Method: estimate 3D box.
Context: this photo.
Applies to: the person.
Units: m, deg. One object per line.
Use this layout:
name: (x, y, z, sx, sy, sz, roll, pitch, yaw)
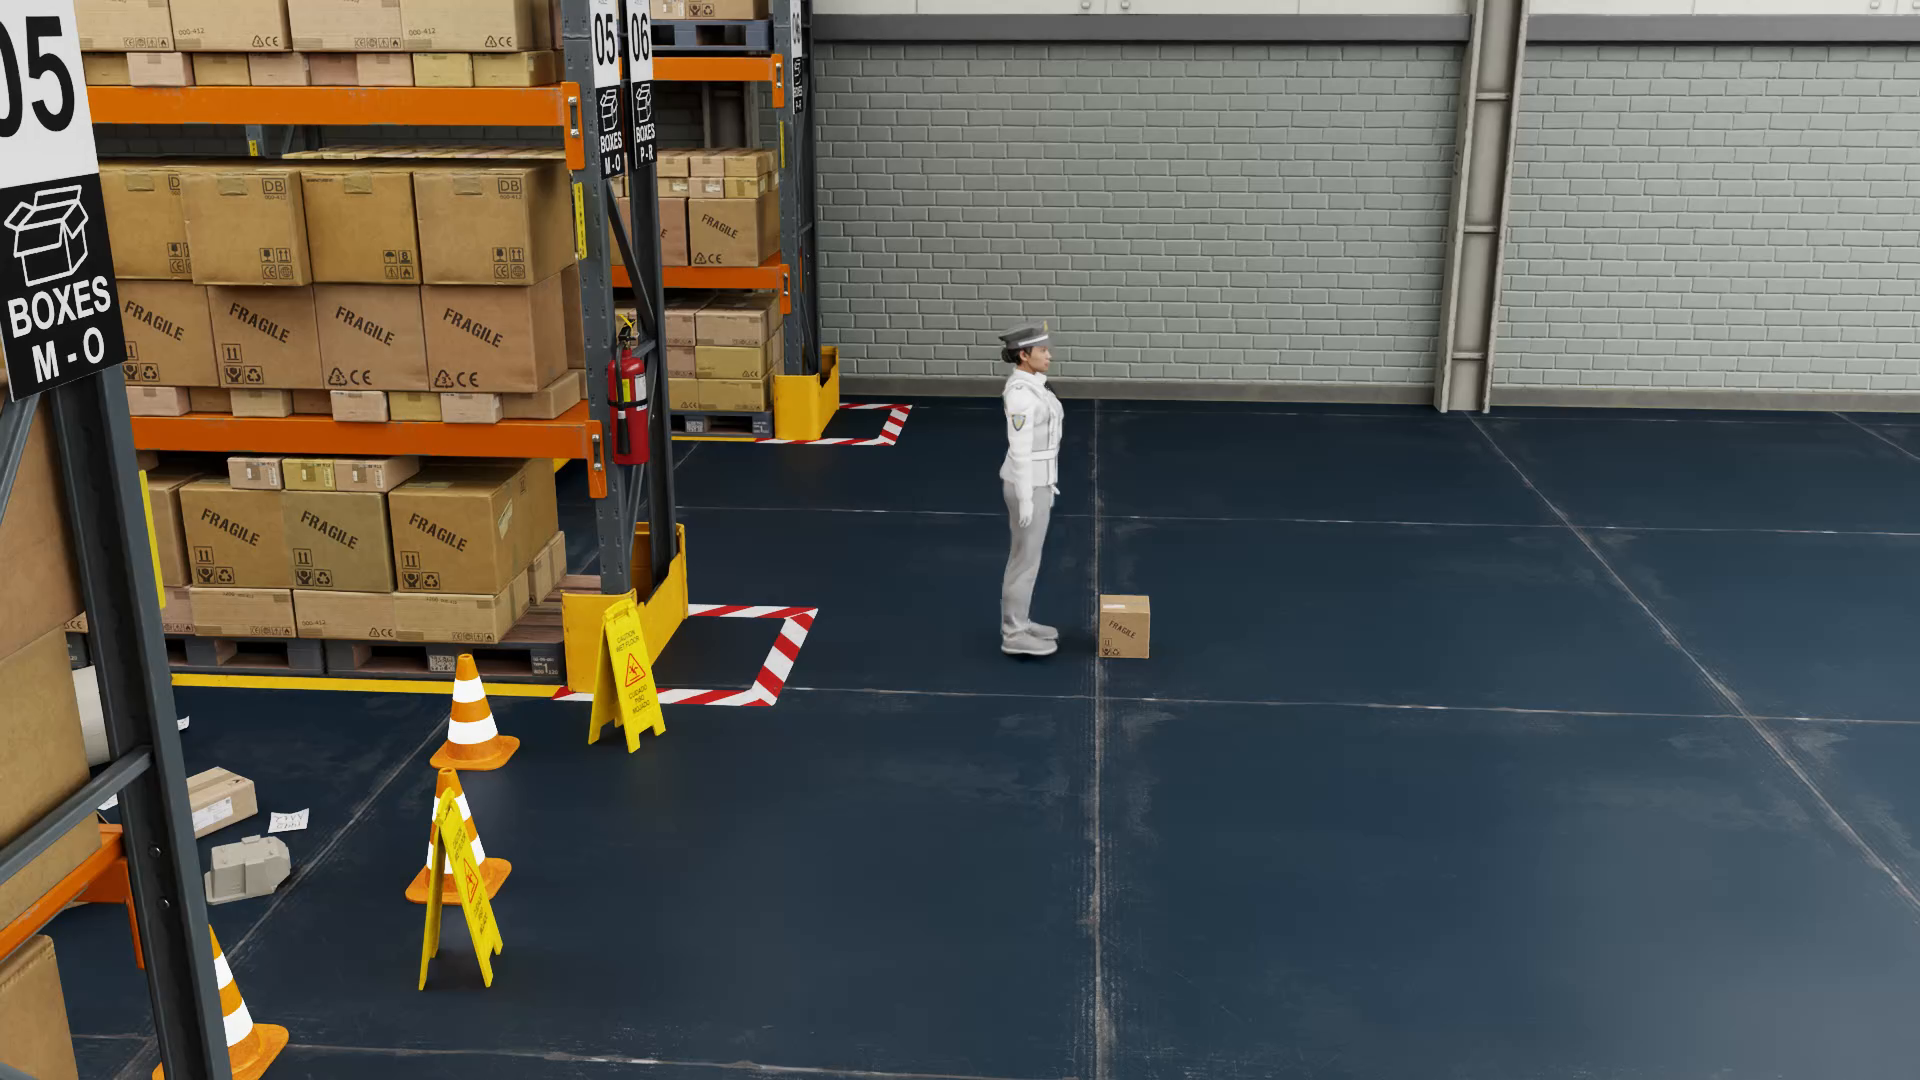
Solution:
person: (0.354, -0.270, 8.299, 0.334, 1.686, 0.486, 1, 18, 5)
